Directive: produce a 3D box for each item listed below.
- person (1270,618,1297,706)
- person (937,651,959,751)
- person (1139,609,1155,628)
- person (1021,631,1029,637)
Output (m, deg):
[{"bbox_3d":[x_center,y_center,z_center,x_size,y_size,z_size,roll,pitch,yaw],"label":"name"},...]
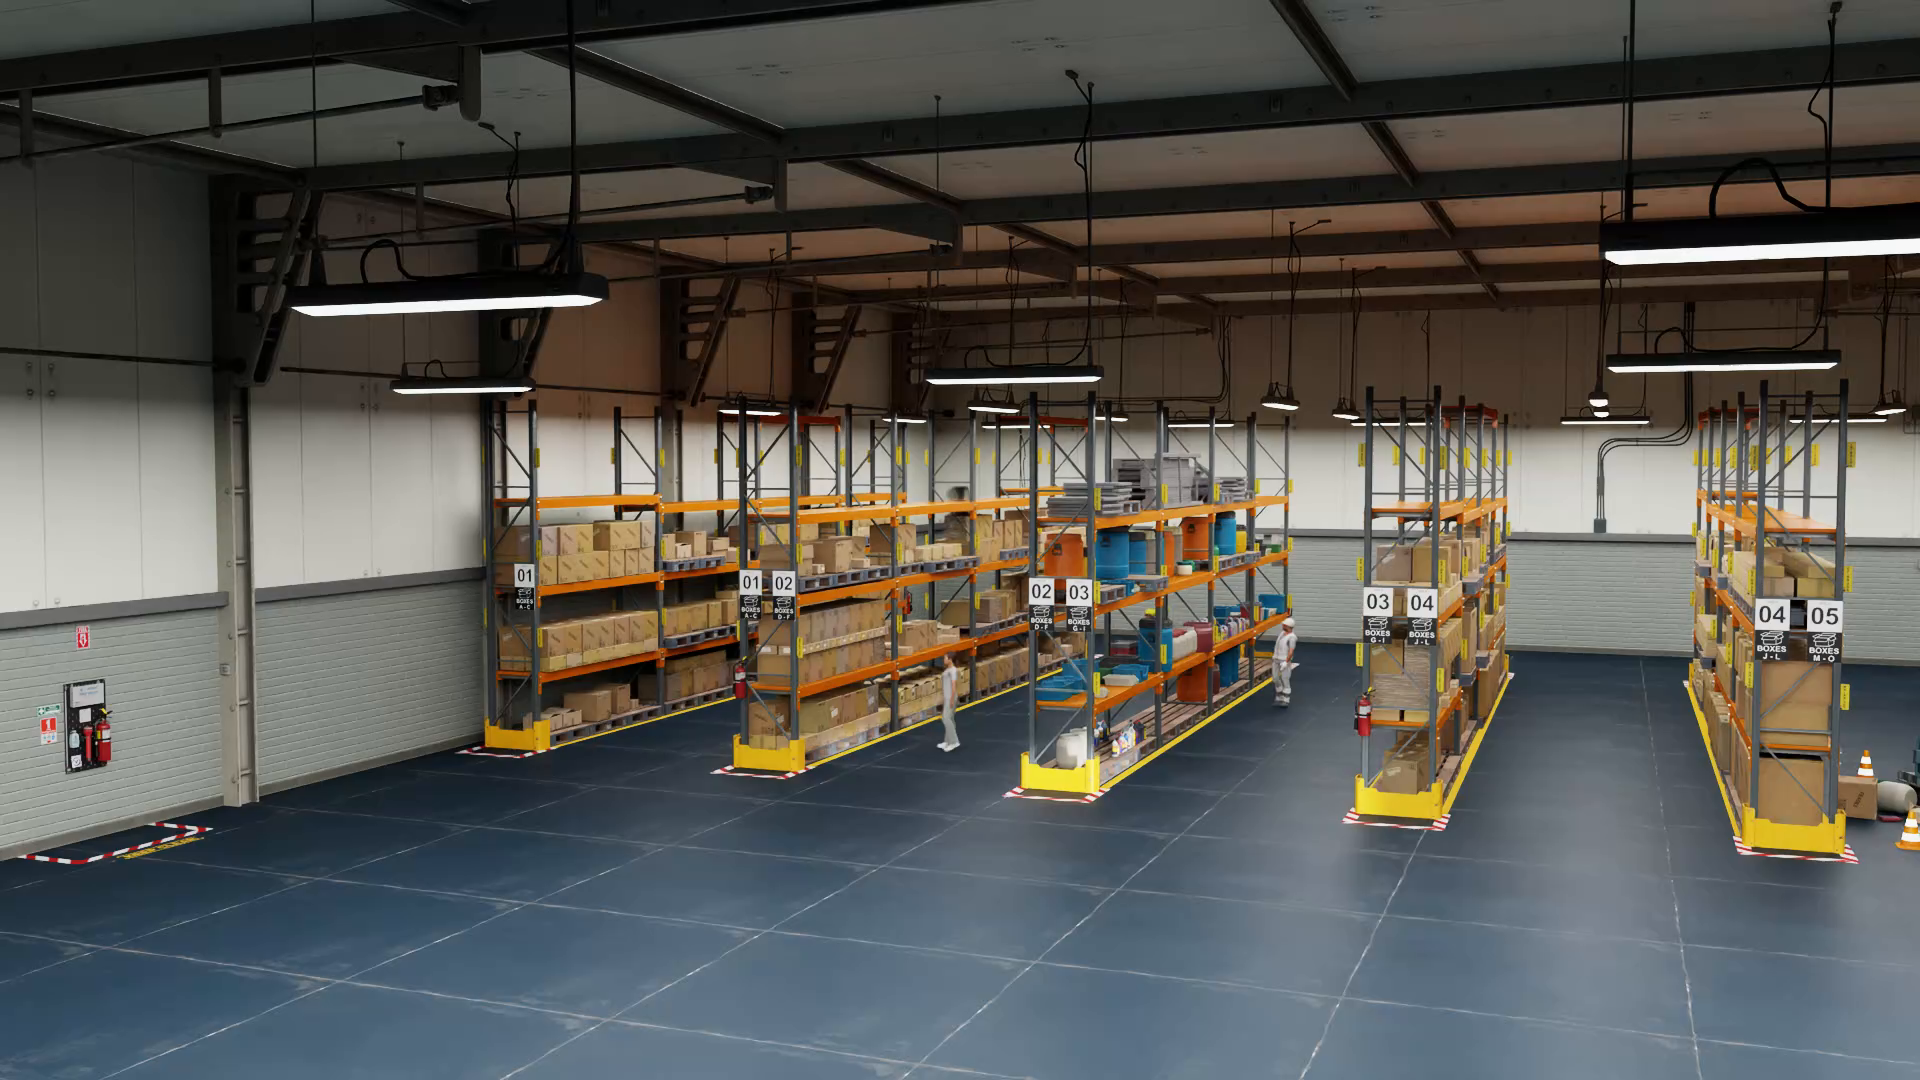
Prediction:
[{"bbox_3d":[6.479,2.474,33.536,0.506,1.823,0.678,-2,3,-35],"label":"person"},{"bbox_3d":[-0.191,2.759,28.610,0.385,1.699,0.475,0,3,-9],"label":"person"},{"bbox_3d":[4.095,2.355,36.182,0.586,1.729,0.934,2,3,34],"label":"person"},{"bbox_3d":[1.689,1.853,46.530,0.676,1.691,0.546,2,4,39],"label":"person"}]
